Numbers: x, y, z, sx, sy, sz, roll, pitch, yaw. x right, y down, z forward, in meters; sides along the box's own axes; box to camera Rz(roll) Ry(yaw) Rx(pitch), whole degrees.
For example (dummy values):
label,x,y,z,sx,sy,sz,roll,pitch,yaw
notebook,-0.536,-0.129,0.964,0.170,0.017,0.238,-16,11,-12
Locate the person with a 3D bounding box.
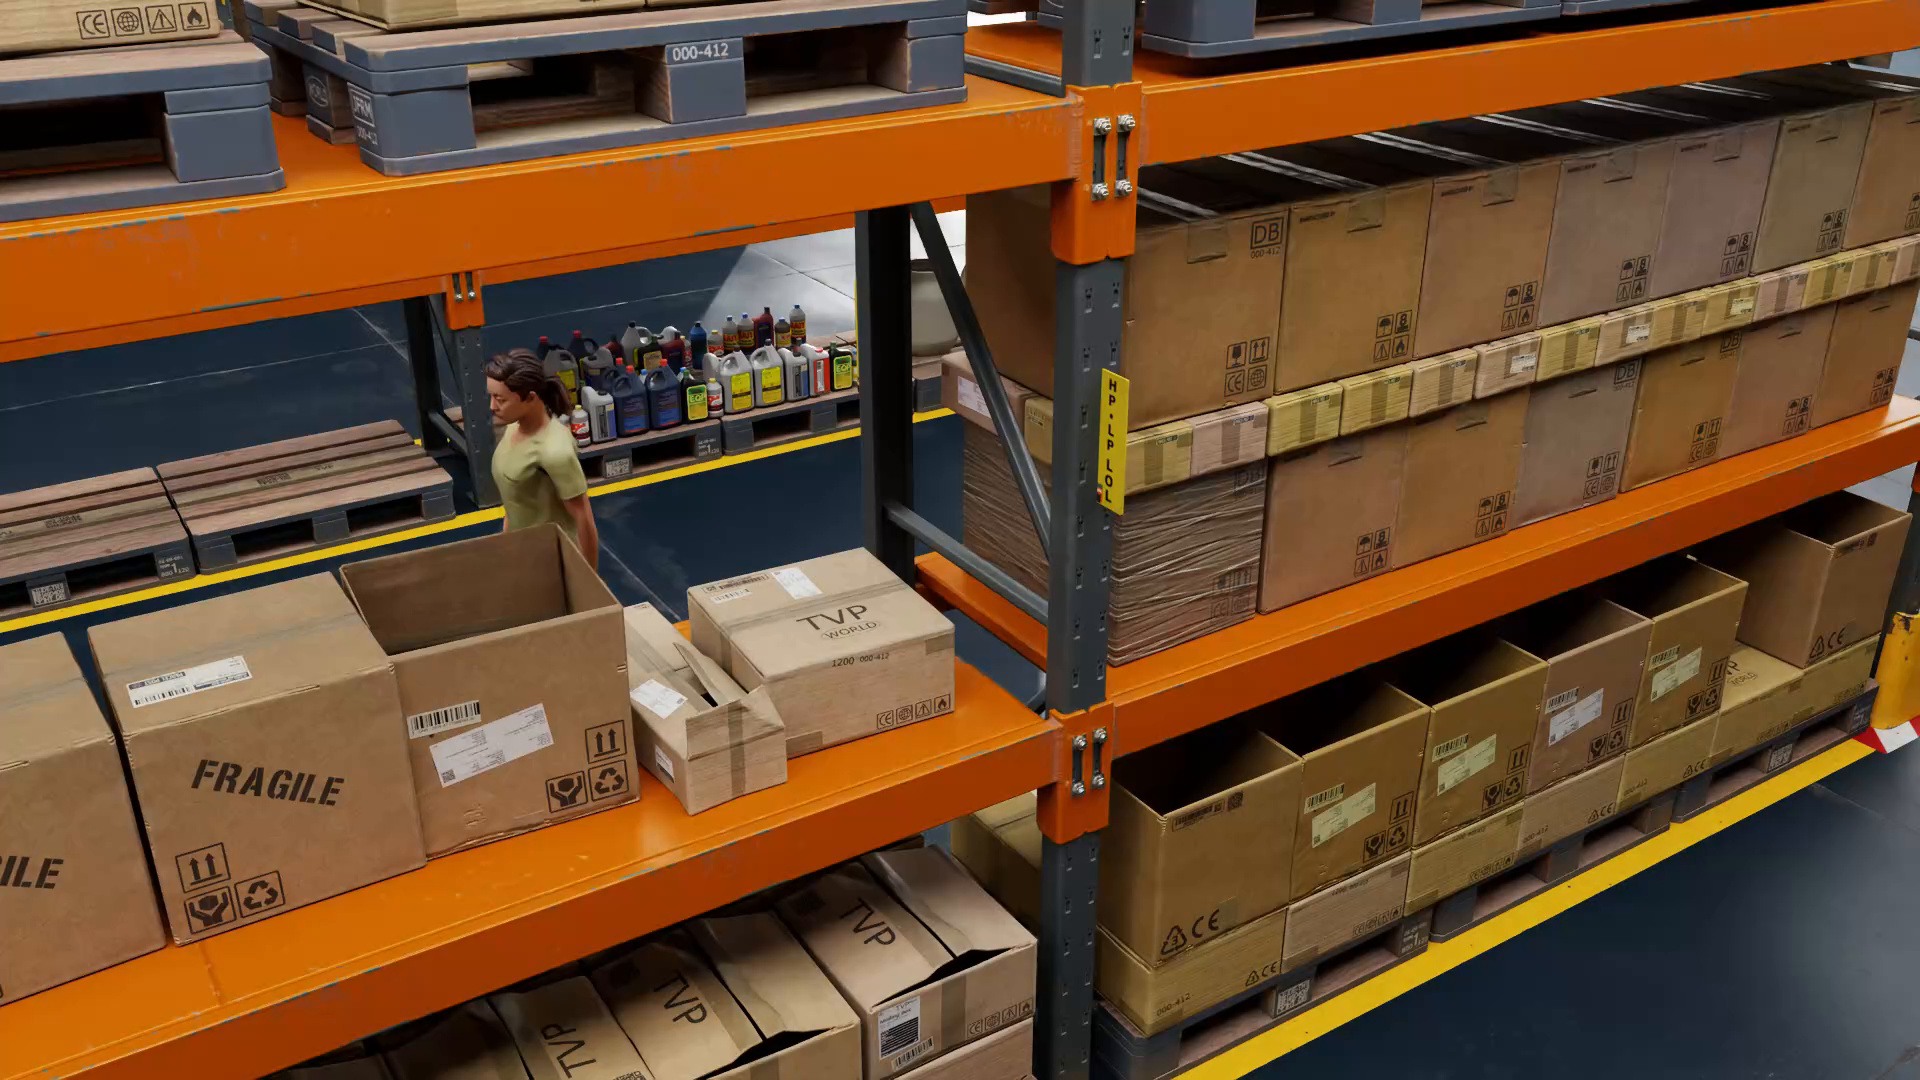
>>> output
label,x,y,z,sx,sy,sz,roll,pitch,yaw
person,-1.528,0.064,6.027,0.913,1.616,0.444,-11,27,-23
